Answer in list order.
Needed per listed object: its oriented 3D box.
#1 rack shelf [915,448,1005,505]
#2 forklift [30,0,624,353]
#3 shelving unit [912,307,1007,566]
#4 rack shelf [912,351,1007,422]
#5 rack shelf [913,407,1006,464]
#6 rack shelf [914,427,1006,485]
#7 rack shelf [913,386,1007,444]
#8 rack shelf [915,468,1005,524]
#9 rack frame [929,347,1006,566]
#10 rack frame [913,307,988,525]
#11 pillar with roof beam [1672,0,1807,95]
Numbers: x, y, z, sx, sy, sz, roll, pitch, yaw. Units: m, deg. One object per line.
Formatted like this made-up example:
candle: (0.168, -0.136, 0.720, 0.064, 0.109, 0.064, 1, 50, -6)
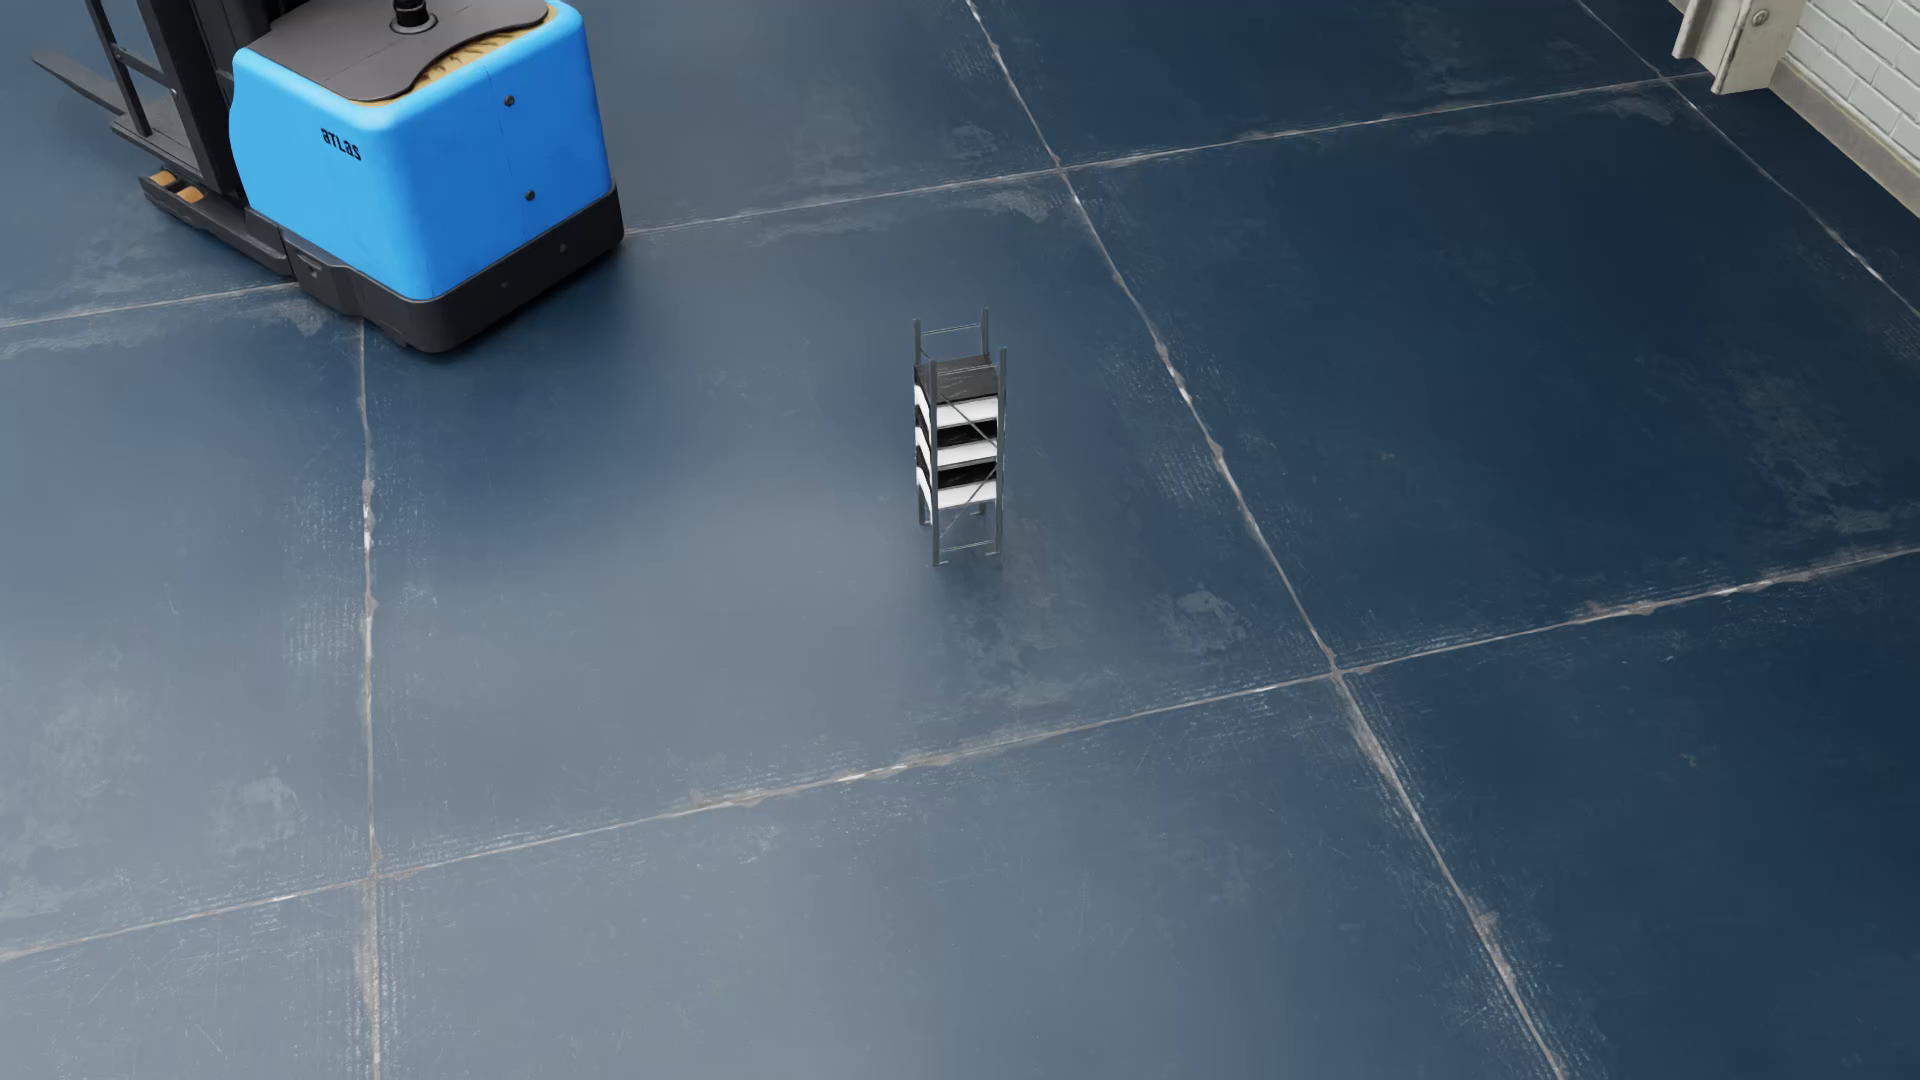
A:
rack shelf: (-0.002, -0.234, 5.522, 0.258, 0.077, 0.200, -11, 47, -10)
forklift: (-2.864, -2.620, 6.265, 3.031, 2.935, 1.130, 29, 52, 25)
shelving unit: (-0.002, -0.321, 5.434, 0.258, 0.900, 0.210, -11, 47, -10)
rack shelf: (-0.002, -0.486, 5.265, 0.258, 0.077, 0.200, -11, 47, -10)
rack shelf: (-0.002, -0.360, 5.394, 0.258, 0.077, 0.200, -11, 47, -10)
rack shelf: (-0.002, -0.297, 5.458, 0.258, 0.077, 0.200, -11, 47, -10)
rack shelf: (-0.002, -0.423, 5.329, 0.258, 0.077, 0.200, -11, 47, -10)
rack shelf: (-0.002, -0.171, 5.586, 0.258, 0.077, 0.200, -11, 47, -10)
rack frame: (0.024, -0.250, 5.365, 0.240, 0.900, 0.006, -11, 47, -10)
rack frame: (-0.028, -0.391, 5.503, 0.240, 0.900, 0.006, -11, 47, -10)
pillar with roof beam: (-0.516, -4.613, 3.970, 9.100, 9.000, 0.400, -11, 47, -10)
